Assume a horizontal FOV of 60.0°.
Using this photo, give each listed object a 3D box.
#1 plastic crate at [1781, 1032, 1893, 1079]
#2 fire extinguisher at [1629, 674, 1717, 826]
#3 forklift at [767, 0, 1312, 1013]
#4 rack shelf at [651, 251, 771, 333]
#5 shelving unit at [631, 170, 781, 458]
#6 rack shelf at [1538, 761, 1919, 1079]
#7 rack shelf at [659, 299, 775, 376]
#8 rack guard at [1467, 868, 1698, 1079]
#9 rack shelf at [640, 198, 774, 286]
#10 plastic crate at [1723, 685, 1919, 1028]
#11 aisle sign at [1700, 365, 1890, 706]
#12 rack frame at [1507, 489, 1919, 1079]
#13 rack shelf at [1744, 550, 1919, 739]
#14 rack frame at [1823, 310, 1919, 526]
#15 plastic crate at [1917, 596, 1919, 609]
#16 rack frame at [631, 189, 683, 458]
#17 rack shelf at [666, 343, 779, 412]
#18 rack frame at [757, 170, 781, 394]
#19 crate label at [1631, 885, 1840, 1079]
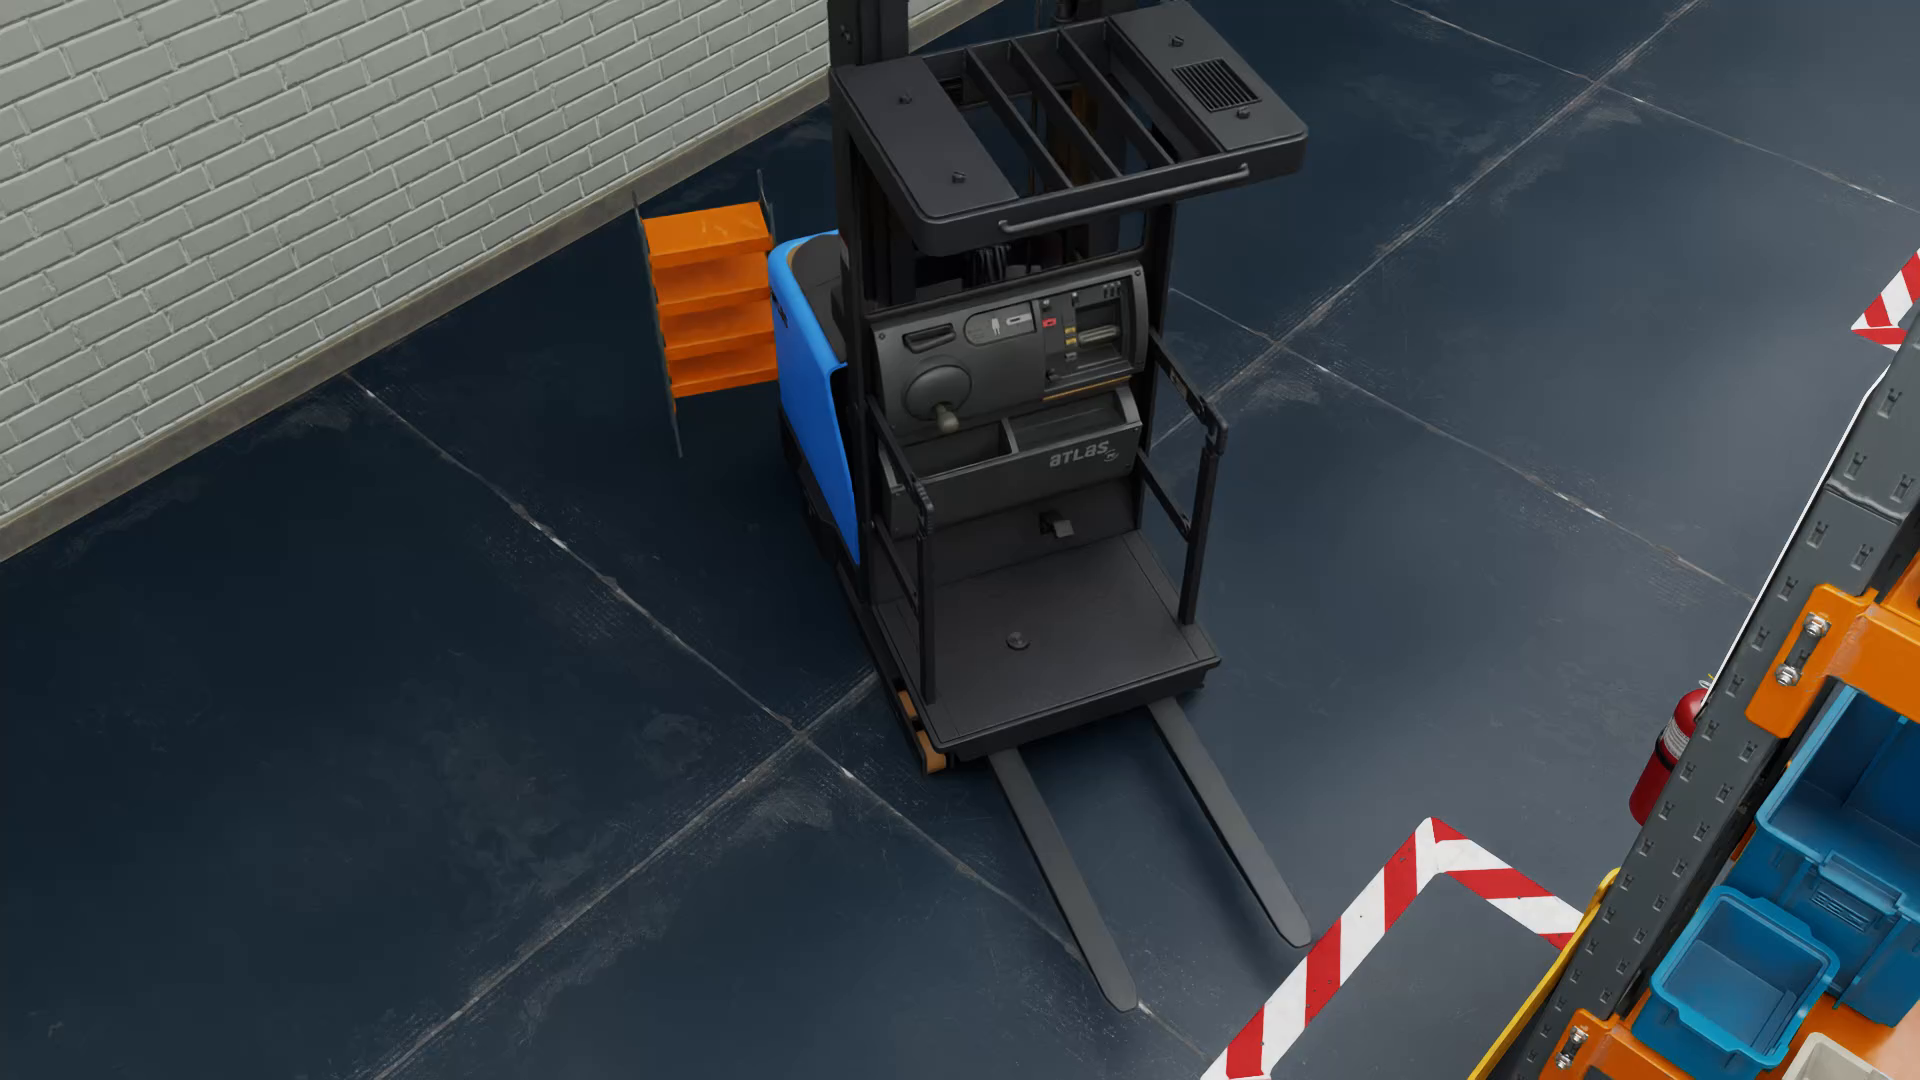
[{"bbox_3d":[1.932,1.277,3.633,0.298,0.136,0.250,34,55,28],"label":"plastic crate"},{"bbox_3d":[1.991,0.542,4.492,0.183,0.674,0.296,34,55,28],"label":"fire extinguisher"},{"bbox_3d":[0.255,-0.520,5.228,1.130,2.935,3.031,-16,49,-14],"label":"forklift"},{"bbox_3d":[-0.985,-1.001,6.653,0.480,0.148,0.258,-11,48,-11],"label":"rack shelf"},{"bbox_3d":[-0.985,-0.894,6.767,0.503,1.200,0.258,-11,48,-11],"label":"shelving unit"},{"bbox_3d":[3.264,1.941,3.363,4.000,0.370,1.077,34,55,28],"label":"rack shelf"},{"bbox_3d":[-0.985,-0.848,6.816,0.480,0.148,0.258,-11,48,-11],"label":"rack shelf"},{"bbox_3d":[1.767,1.557,4.945,0.348,0.500,1.175,34,55,28],"label":"rack guard"},{"bbox_3d":[-0.985,-1.163,6.480,0.480,0.148,0.258,-11,48,-11],"label":"rack shelf"},{"bbox_3d":[2.167,0.739,3.933,0.499,0.435,0.616,34,55,28],"label":"plastic crate"},{"bbox_3d":[1.540,-0.060,2.966,0.004,0.787,0.394,34,55,28],"label":"aisle sign"},{"bbox_3d":[1.794,0.706,4.029,0.127,3.000,1.000,34,55,28],"label":"rack frame"},{"bbox_3d":[3.264,0.915,2.270,4.000,0.370,1.077,34,55,28],"label":"rack shelf"},{"bbox_3d":[1.794,-1.347,1.842,0.127,3.000,1.000,34,55,28],"label":"rack frame"},{"bbox_3d":[1.888,0.064,2.665,0.590,0.269,0.497,34,55,28],"label":"plastic crate"},{"bbox_3d":[-1.220,-0.847,6.722,0.015,1.200,0.240,-11,48,-11],"label":"rack frame"},{"bbox_3d":[-0.985,-0.712,6.960,0.480,0.148,0.258,-11,48,-11],"label":"rack shelf"},{"bbox_3d":[-0.750,-0.942,6.812,0.015,1.200,0.240,-11,48,-11],"label":"rack frame"},{"bbox_3d":[1.752,1.041,3.788,0.303,0.233,0.416,34,55,28],"label":"crate label"}]
